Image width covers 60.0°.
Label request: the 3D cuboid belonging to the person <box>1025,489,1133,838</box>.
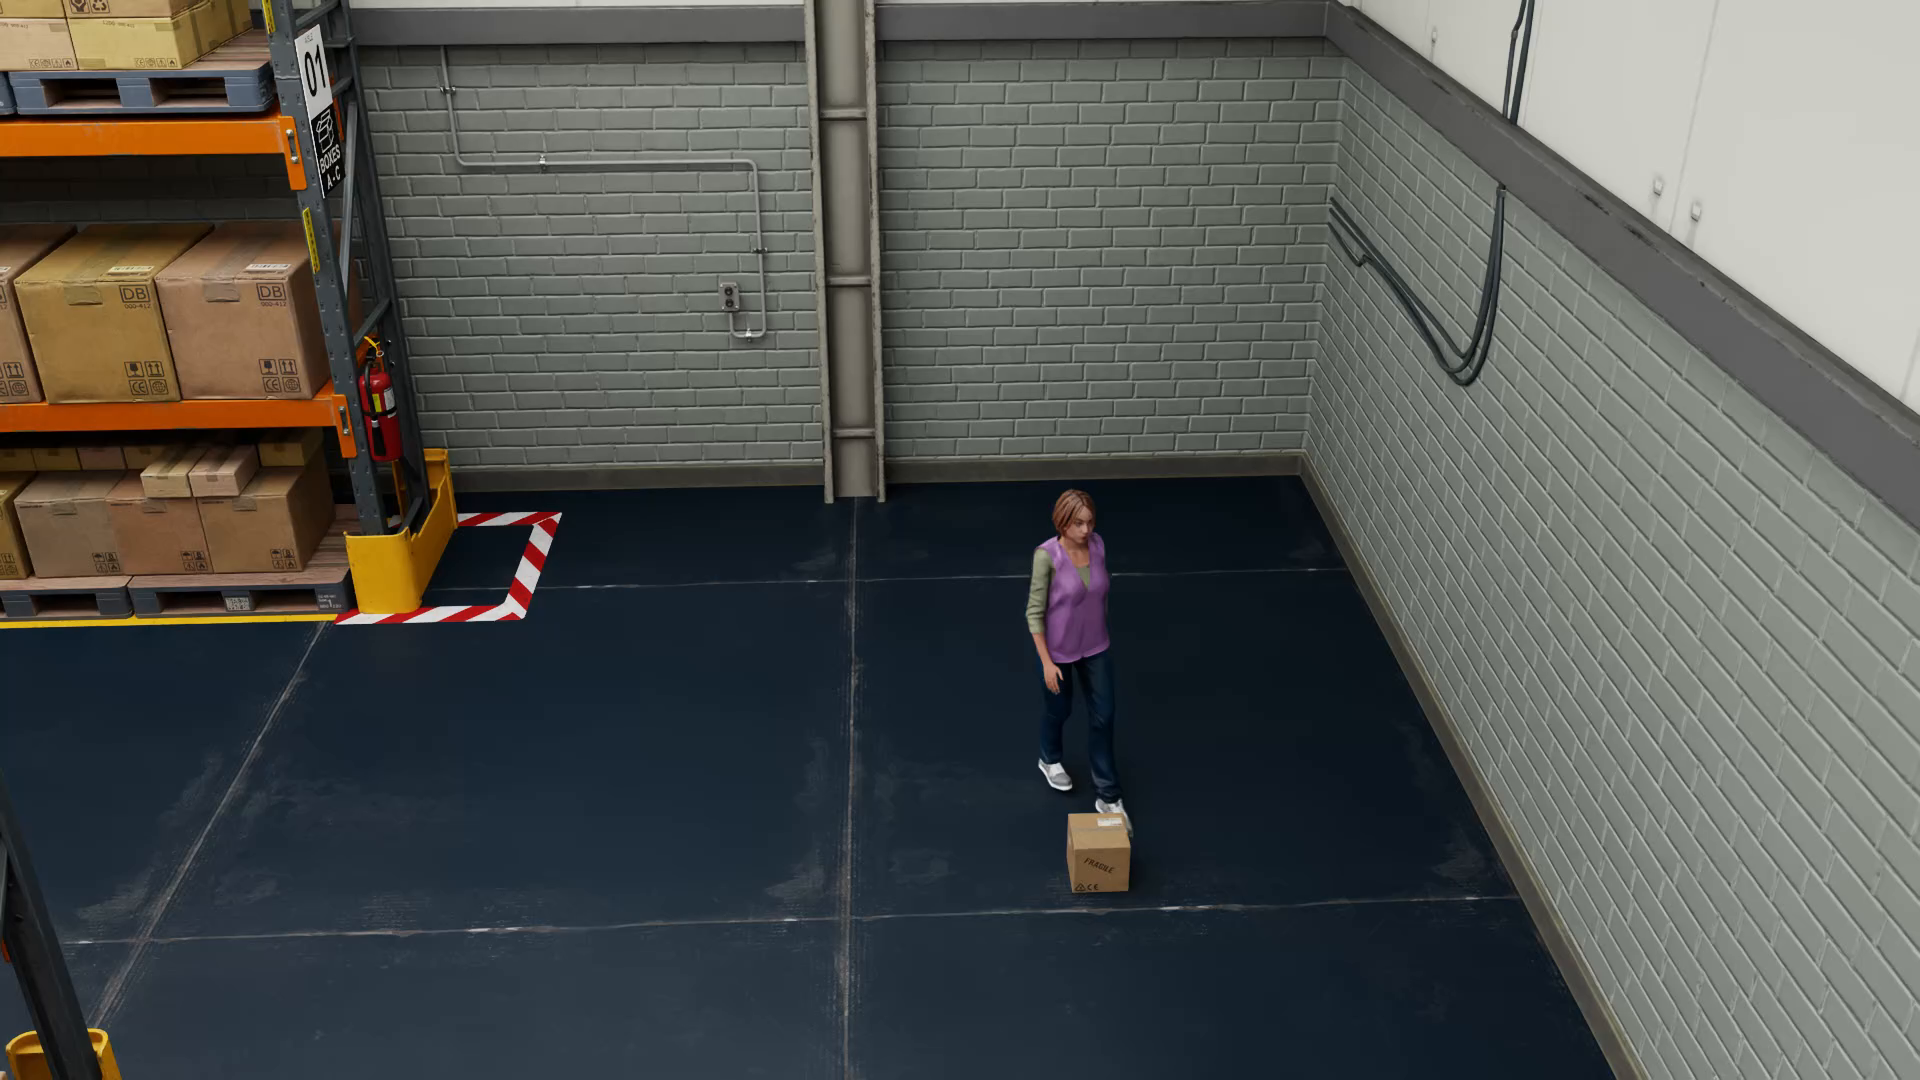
[{"bbox_3d":[0.548,0.598,7.595,0.470,1.482,0.718,-10,30,-18],"label":"person"}]
